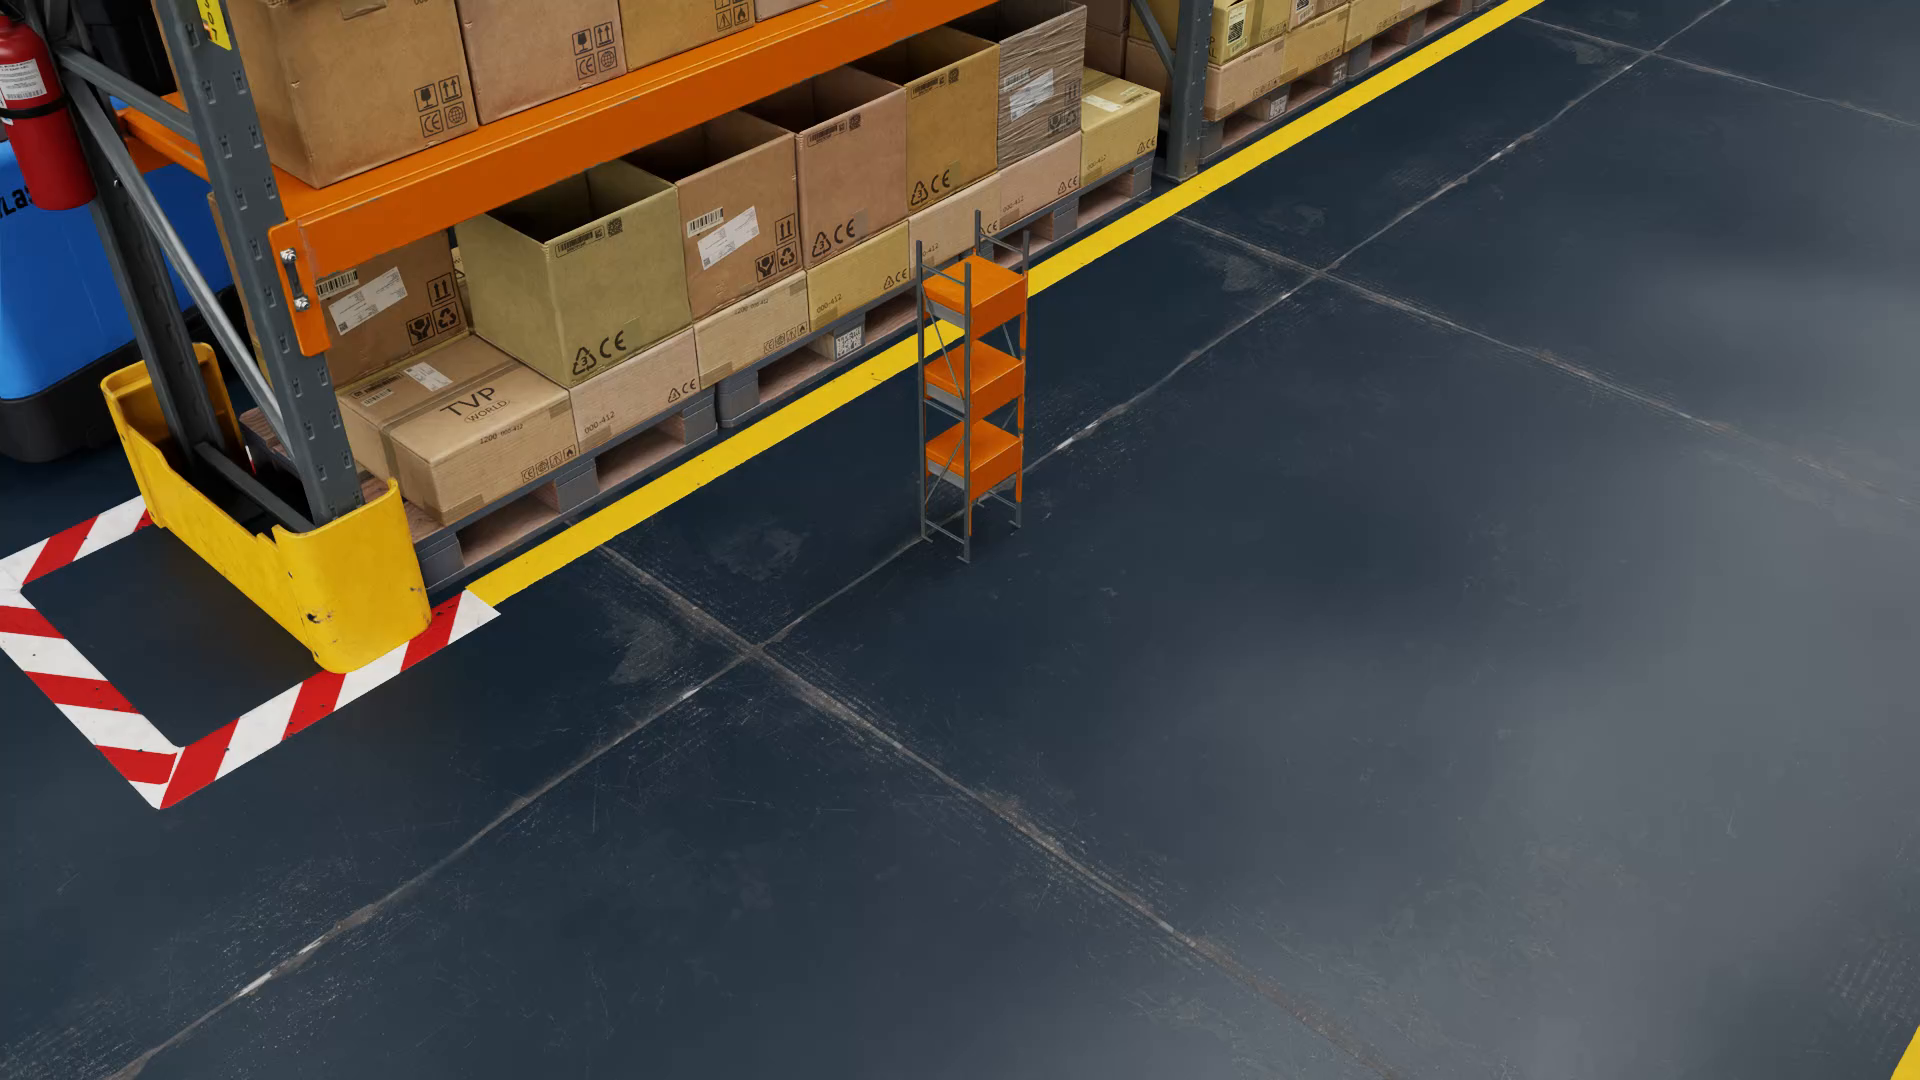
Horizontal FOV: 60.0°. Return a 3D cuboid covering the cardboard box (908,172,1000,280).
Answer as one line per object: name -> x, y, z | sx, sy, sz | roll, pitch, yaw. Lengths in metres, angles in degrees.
cardboard box -> -0.197, -1.269, 6.307 | 0.500, 0.250, 0.500 | 30, 47, 32

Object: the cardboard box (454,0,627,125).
cardboard box -> -1.398, -1.601, 4.772 | 0.700, 0.500, 0.500 | 31, 48, 33

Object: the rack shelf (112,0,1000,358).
rack shelf -> -0.724, -1.746, 5.614 | 1.077, 0.370, 4.000 | 30, 47, 32

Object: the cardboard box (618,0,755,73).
cardboard box -> -1.059, -1.826, 5.056 | 0.700, 0.500, 0.500 | 30, 47, 32

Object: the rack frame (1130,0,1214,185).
rack frame -> 0.626, -2.947, 6.546 | 1.000, 3.000, 0.127 | 30, 47, 32

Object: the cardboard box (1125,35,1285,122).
cardboard box -> 1.081, -2.116, 7.373 | 0.500, 0.250, 0.500 | 28, 47, 31

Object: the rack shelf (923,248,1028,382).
rack shelf -> 0.036, -0.649, 4.784 | 0.215, 0.259, 0.240 | 30, 47, 32

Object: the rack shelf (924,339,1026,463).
rack shelf -> 0.036, -0.427, 4.961 | 0.215, 0.259, 0.240 | 30, 47, 32

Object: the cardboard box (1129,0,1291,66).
cardboard box -> 1.088, -2.340, 7.203 | 0.500, 0.311, 0.500 | 30, 47, 32

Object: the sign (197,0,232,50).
sign -> -1.667, -1.243, 3.644 | 0.100, 0.325, 0.005 | 30, 47, 32

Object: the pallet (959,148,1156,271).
pallet -> 0.058, -1.508, 6.976 | 1.003, 0.211, 1.213 | 30, 47, 32

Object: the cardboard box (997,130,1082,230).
cardboard box -> 0.130, -1.504, 6.604 | 0.500, 0.250, 0.500 | 30, 47, 32

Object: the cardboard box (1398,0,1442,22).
cardboard box -> 2.118, -2.823, 8.262 | 0.500, 0.250, 0.500 | 31, 48, 33

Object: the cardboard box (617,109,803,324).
cardboard box -> -0.883, -1.109, 5.504 | 0.500, 0.500, 0.500 | 30, 47, 32

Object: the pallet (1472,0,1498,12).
pallet -> 2.740, -3.331, 9.269 | 1.003, 0.211, 1.213 | 30, 47, 32

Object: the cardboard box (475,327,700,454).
cardboard box -> -1.212, -0.581, 5.443 | 0.500, 0.250, 0.500 | 30, 47, 32

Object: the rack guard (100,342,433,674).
rack guard -> -2.089, -0.120, 4.999 | 1.175, 0.500, 0.348 | 30, 47, 32

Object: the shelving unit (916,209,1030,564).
shelving unit -> 0.036, -0.435, 4.954 | 0.215, 1.050, 0.252 | 30, 47, 32

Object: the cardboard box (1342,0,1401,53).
cardboard box -> 1.774, -2.589, 7.968 | 0.500, 0.250, 0.500 | 28, 46, 31

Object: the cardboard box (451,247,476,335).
cardboard box -> -1.601, -0.802, 5.721 | 0.500, 0.250, 0.500 | 30, 47, 32

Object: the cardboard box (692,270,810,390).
cardboard box -> -0.875, -0.811, 5.732 | 0.500, 0.250, 0.500 | 30, 47, 32

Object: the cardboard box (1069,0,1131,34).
cardboard box -> 0.687, -2.561, 7.482 | 0.500, 0.311, 0.500 | 30, 47, 32

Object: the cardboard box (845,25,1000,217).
cardboard box -> -0.206, -1.567, 6.080 | 0.500, 0.500, 0.500 | 30, 47, 32

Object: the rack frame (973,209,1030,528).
rack frame -> 0.118, -0.492, 5.025 | 0.200, 1.050, 0.008 | 30, 47, 32

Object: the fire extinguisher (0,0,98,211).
fire extinguisher -> -2.496, -1.219, 4.436 | 0.296, 0.674, 0.183 | 30, 47, 32

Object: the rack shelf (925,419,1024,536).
rack shelf -> 0.036, -0.210, 5.134 | 0.215, 0.259, 0.240 | 30, 47, 32

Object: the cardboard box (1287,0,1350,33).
cardboard box -> 1.430, -2.567, 7.490 | 0.500, 0.311, 0.500 | 29, 47, 31

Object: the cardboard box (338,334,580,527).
cardboard box -> -1.547, -0.350, 5.152 | 0.500, 0.250, 0.500 | 30, 47, 32

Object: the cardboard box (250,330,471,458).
cardboard box -> -1.929, -0.568, 5.426 | 0.500, 0.250, 0.500 | 30, 47, 32

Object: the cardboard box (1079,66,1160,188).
cardboard box -> 0.474, -1.730, 6.887 | 0.500, 0.250, 0.500 | 30, 47, 32

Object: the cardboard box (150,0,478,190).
cardboard box -> -1.748, -1.357, 4.466 | 0.700, 0.500, 0.500 | 30, 47, 32

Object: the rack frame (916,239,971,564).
rack frame -> -0.046, -0.379, 4.884 | 0.200, 1.050, 0.008 | 30, 47, 32

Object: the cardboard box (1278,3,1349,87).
cardboard box -> 1.427, -2.350, 7.668 | 0.500, 0.250, 0.500 | 31, 48, 33

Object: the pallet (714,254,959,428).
pallet -> -0.765, -0.944, 6.268 | 1.003, 0.211, 1.213 | 30, 47, 32

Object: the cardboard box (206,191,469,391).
cardboard box -> -1.931, -0.862, 5.193 | 0.500, 0.500, 0.500 | 30, 47, 32

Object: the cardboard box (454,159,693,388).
cardboard box -> -1.211, -0.874, 5.209 | 0.500, 0.500, 0.500 | 30, 47, 32

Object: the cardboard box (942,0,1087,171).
cardboard box -> 0.128, -1.799, 6.371 | 0.500, 0.500, 0.500 | 30, 47, 32

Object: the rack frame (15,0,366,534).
rack frame -> -2.073, -1.109, 4.235 | 1.000, 3.000, 0.127 | 30, 47, 32

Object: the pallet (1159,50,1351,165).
pallet -> 1.094, -2.210, 7.860 | 1.003, 0.211, 1.213 | 30, 47, 32

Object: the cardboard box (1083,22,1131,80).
cardboard box -> 0.691, -2.347, 7.663 | 0.500, 0.250, 0.500 | 29, 47, 31

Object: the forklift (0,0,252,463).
forklift -> -2.729, -2.303, 5.791 | 1.130, 2.935, 3.031 | 19, 42, 22

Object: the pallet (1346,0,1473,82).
pallet -> 1.917, -2.773, 8.568 | 1.003, 0.211, 1.213 | 30, 47, 32

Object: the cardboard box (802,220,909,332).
cardboard box -> -0.534, -1.039, 6.018 | 0.500, 0.250, 0.500 | 30, 47, 32

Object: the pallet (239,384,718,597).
pallet -> -1.588, -0.387, 5.566 | 1.003, 0.211, 1.213 | 30, 47, 32

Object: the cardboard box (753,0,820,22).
cardboard box -> -0.706, -2.070, 5.362 | 0.700, 0.500, 0.500 | 31, 48, 33

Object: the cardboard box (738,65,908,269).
cardboard box -> -0.533, -1.332, 5.784 | 0.500, 0.500, 0.500 | 30, 47, 32
